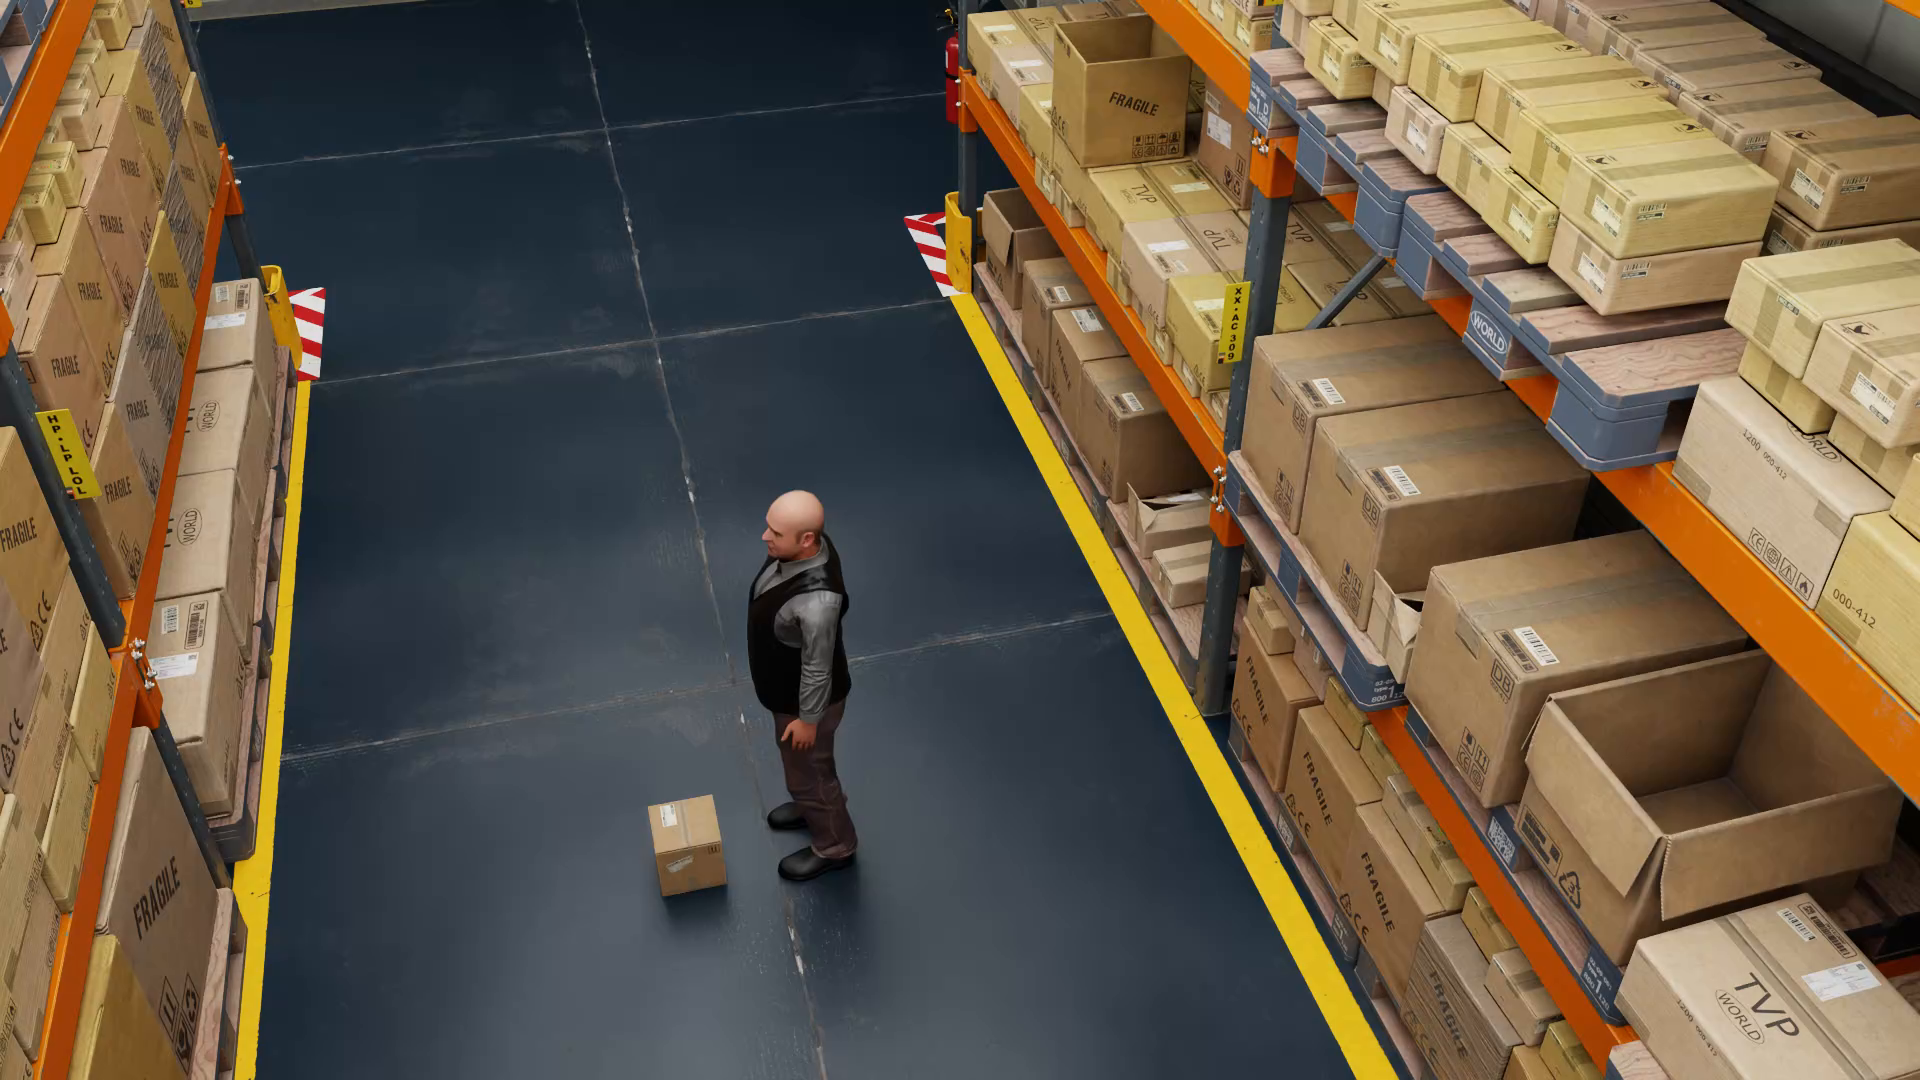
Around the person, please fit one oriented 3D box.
[{"bbox_3d":[-0.578,0.534,6.054,0.359,1.719,0.531,-8,39,-11],"label":"person"}]
